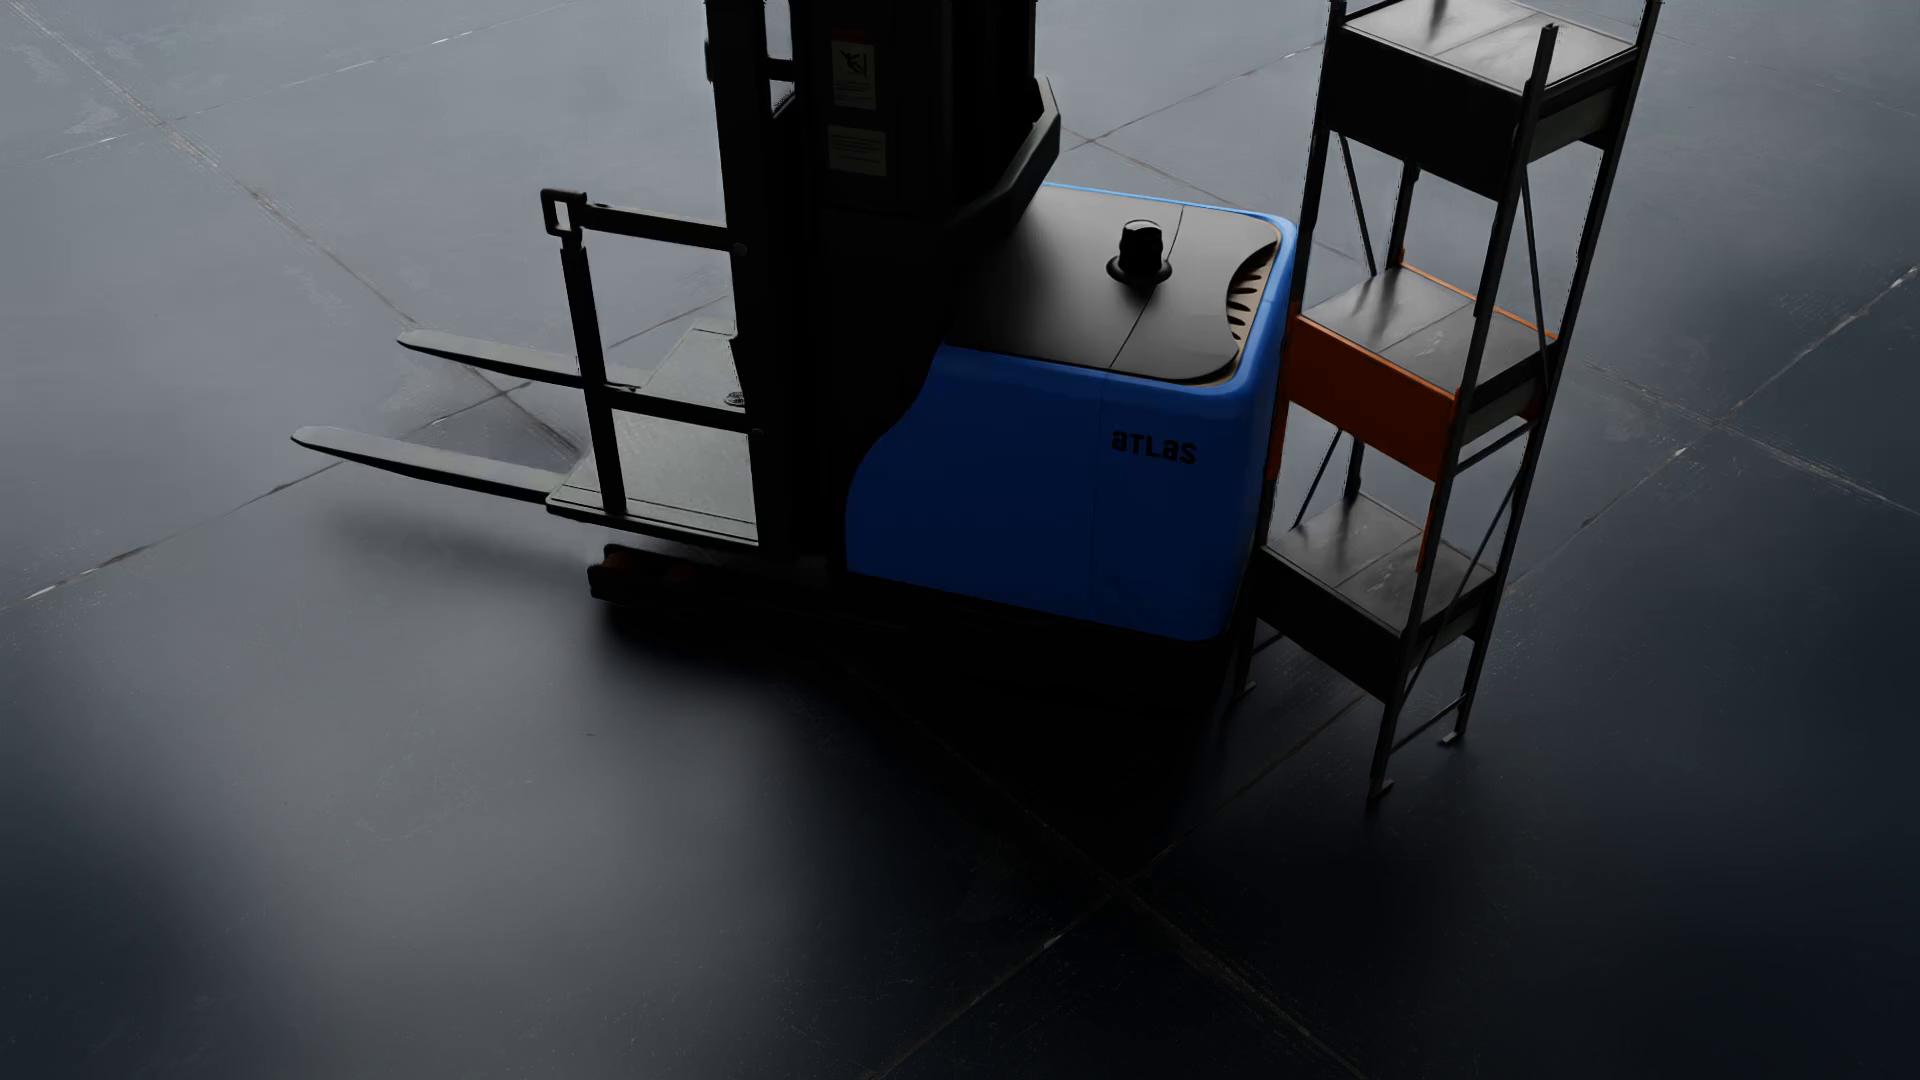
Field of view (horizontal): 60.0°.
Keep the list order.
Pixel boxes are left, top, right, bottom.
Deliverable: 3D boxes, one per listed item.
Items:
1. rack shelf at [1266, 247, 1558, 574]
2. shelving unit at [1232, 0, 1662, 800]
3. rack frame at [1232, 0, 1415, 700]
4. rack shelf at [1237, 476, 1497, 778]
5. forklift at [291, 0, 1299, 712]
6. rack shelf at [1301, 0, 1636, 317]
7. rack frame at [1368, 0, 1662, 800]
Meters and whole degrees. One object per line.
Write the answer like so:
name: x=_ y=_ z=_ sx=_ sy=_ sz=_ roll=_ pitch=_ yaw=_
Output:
rack shelf: x=1.082 y=-0.320 z=3.997 sx=0.431 sy=0.518 sz=0.480 roll=-28 pitch=46 yaw=-30
shelving unit: x=1.082 y=-0.331 z=3.988 sx=0.431 sy=2.100 sz=0.503 roll=-28 pitch=46 yaw=-30
rack frame: x=0.926 y=-0.448 z=4.134 sx=0.400 sy=2.100 sz=0.015 roll=-28 pitch=46 yaw=-30
rack shelf: x=1.082 y=0.225 z=4.437 sx=0.431 sy=0.518 sz=0.480 roll=-28 pitch=46 yaw=-30
forklift: x=-0.592 y=-1.204 z=4.408 sx=3.031 sy=2.935 sz=1.130 roll=11 pitch=40 yaw=14
rack shelf: x=1.082 y=-0.865 z=3.557 sx=0.431 sy=0.518 sz=0.480 roll=-28 pitch=46 yaw=-30
rack frame: x=1.239 y=-0.213 z=3.843 sx=0.400 sy=2.100 sz=0.015 roll=-28 pitch=46 yaw=-30
